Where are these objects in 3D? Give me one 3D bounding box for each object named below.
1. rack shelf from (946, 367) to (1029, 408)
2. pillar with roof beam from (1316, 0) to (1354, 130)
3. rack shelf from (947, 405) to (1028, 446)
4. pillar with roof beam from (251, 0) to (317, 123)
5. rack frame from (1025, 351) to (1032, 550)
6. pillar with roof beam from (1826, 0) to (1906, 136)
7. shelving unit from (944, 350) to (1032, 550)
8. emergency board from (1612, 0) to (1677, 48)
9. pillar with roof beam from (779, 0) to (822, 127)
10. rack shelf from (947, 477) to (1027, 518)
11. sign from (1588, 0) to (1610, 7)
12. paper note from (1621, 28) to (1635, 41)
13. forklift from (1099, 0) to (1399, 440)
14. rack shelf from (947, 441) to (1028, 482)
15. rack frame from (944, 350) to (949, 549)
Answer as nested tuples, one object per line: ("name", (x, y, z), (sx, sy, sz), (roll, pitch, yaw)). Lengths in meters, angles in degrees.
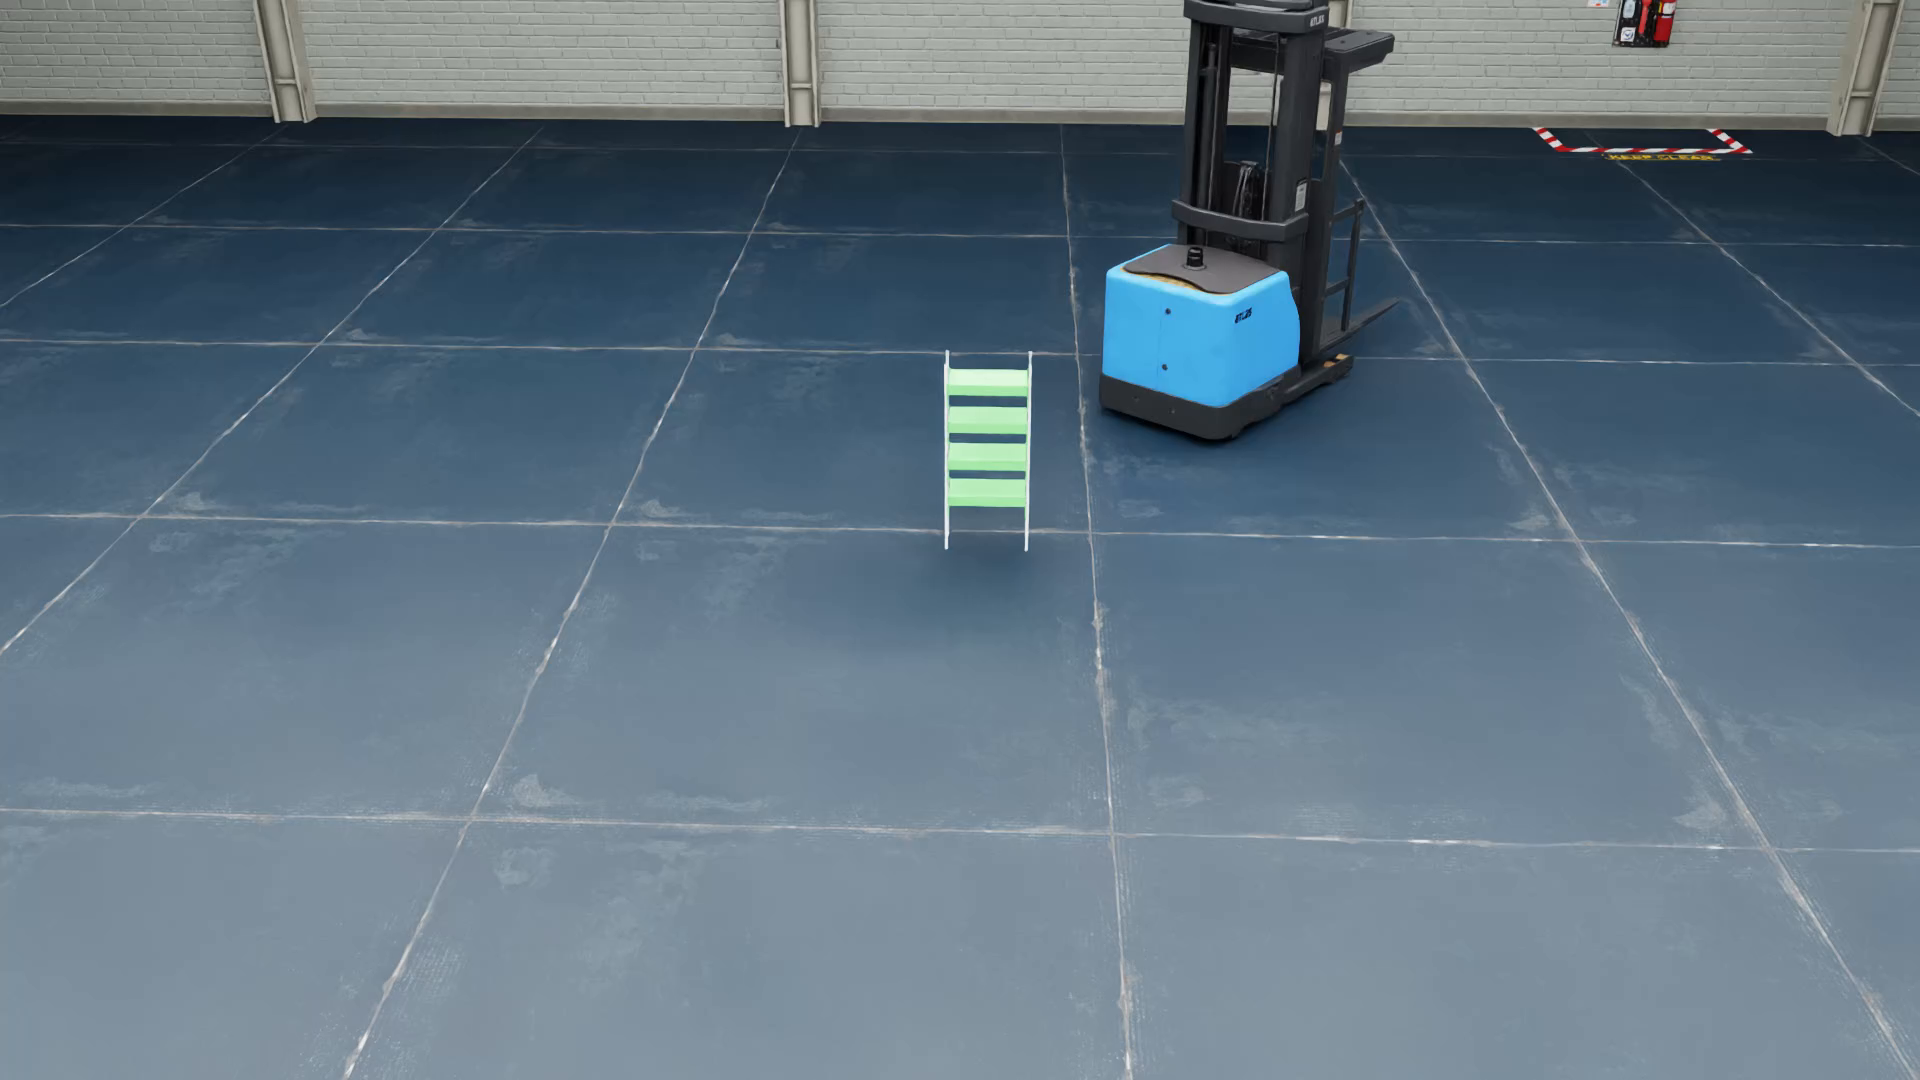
("rack shelf", (0.165, -0.895, 9.769), (0.480, 0.148, 0.258), (1, 28, 2))
("pillar with roof beam", (4.017, -6.723, 13.325), (0.400, 9.000, 9.100), (1, 28, 2))
("rack shelf", (0.165, -0.683, 9.881), (0.480, 0.148, 0.258), (1, 28, 2))
("pillar with roof beam", (-7.976, -6.921, 13.699), (0.400, 9.000, 9.100), (1, 28, 2))
("rack frame", (0.409, -0.523, 9.956), (0.015, 1.200, 0.240), (1, 28, 2))
("pillar with roof beam", (10.013, -6.624, 13.138), (0.400, 9.000, 9.100), (1, 28, 2))
("shelving unit", (0.165, -0.527, 9.964), (0.503, 1.200, 0.258), (1, 28, 2))
("emergency board", (7.697, -6.047, 18.455), (0.643, 1.169, 0.194), (1, 28, 2))
("pillar with roof beam", (-1.980, -6.822, 13.512), (0.400, 9.000, 9.100), (1, 28, 2))
("rack shelf", (0.165, -0.259, 10.106), (0.480, 0.148, 0.258), (1, 28, 2))
("sign", (7.148, -6.120, 18.555), (0.234, 0.329, 0.001), (1, 28, 2))
("paper note", (7.522, -5.693, 18.727), (0.142, 0.148, 0.016), (1, 28, 2))
("forklift", (2.328, -2.600, 12.025), (1.130, 2.935, 3.031), (21, 35, 35))
("rack shelf", (0.165, -0.471, 9.994), (0.480, 0.148, 0.258), (1, 28, 2))
("rack frame", (-0.078, -0.531, 9.971), (0.015, 1.200, 0.240), (1, 28, 2))
